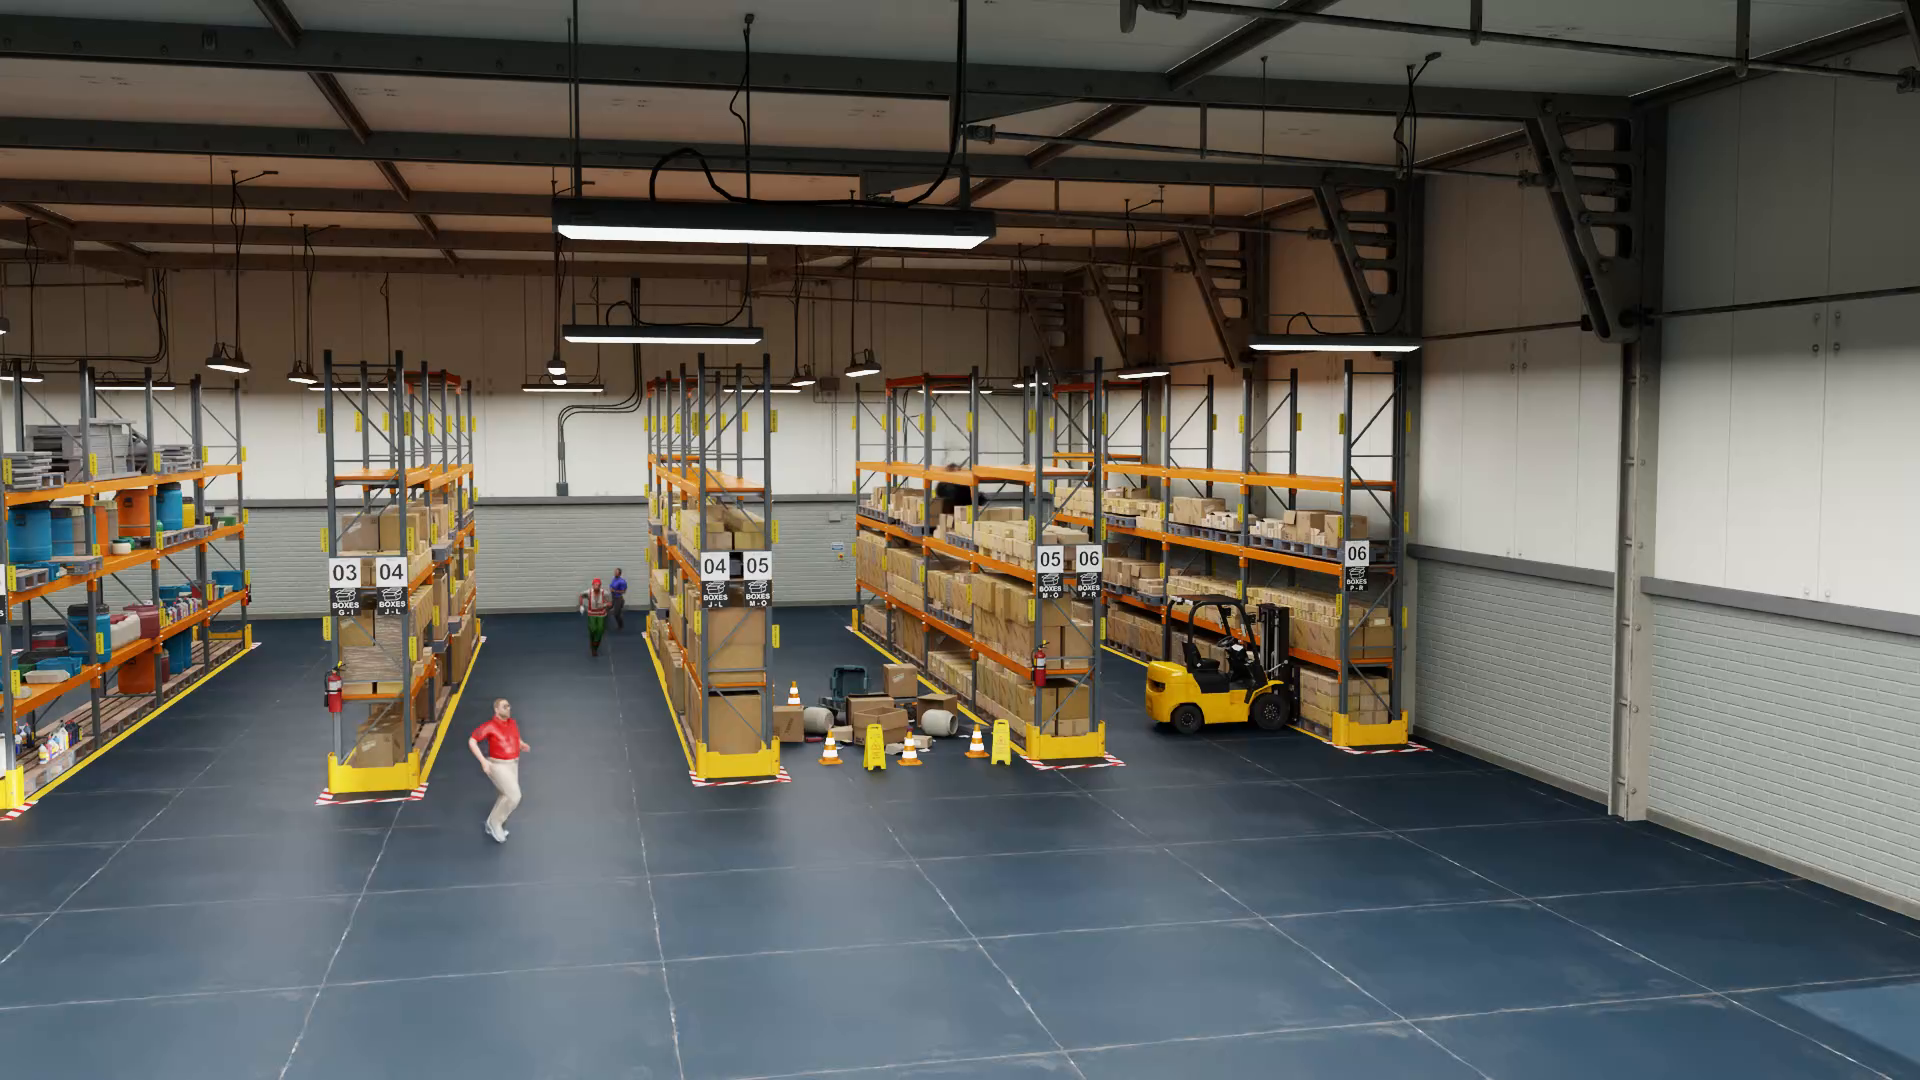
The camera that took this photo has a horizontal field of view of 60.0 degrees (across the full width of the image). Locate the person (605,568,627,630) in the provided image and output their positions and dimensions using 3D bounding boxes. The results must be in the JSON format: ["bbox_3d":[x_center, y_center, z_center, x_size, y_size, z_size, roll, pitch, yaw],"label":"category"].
[{"bbox_3d":[-8.226,1.464,39.845,0.771,1.609,0.683,3,5,34],"label":"person"}]

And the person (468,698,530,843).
[{"bbox_3d":[-5.450,2.761,19.952,0.678,1.721,0.637,2,4,21],"label":"person"}]

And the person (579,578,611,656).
[{"bbox_3d":[-7.827,1.662,35.767,0.649,1.705,0.751,-1,4,-20],"label":"person"}]
